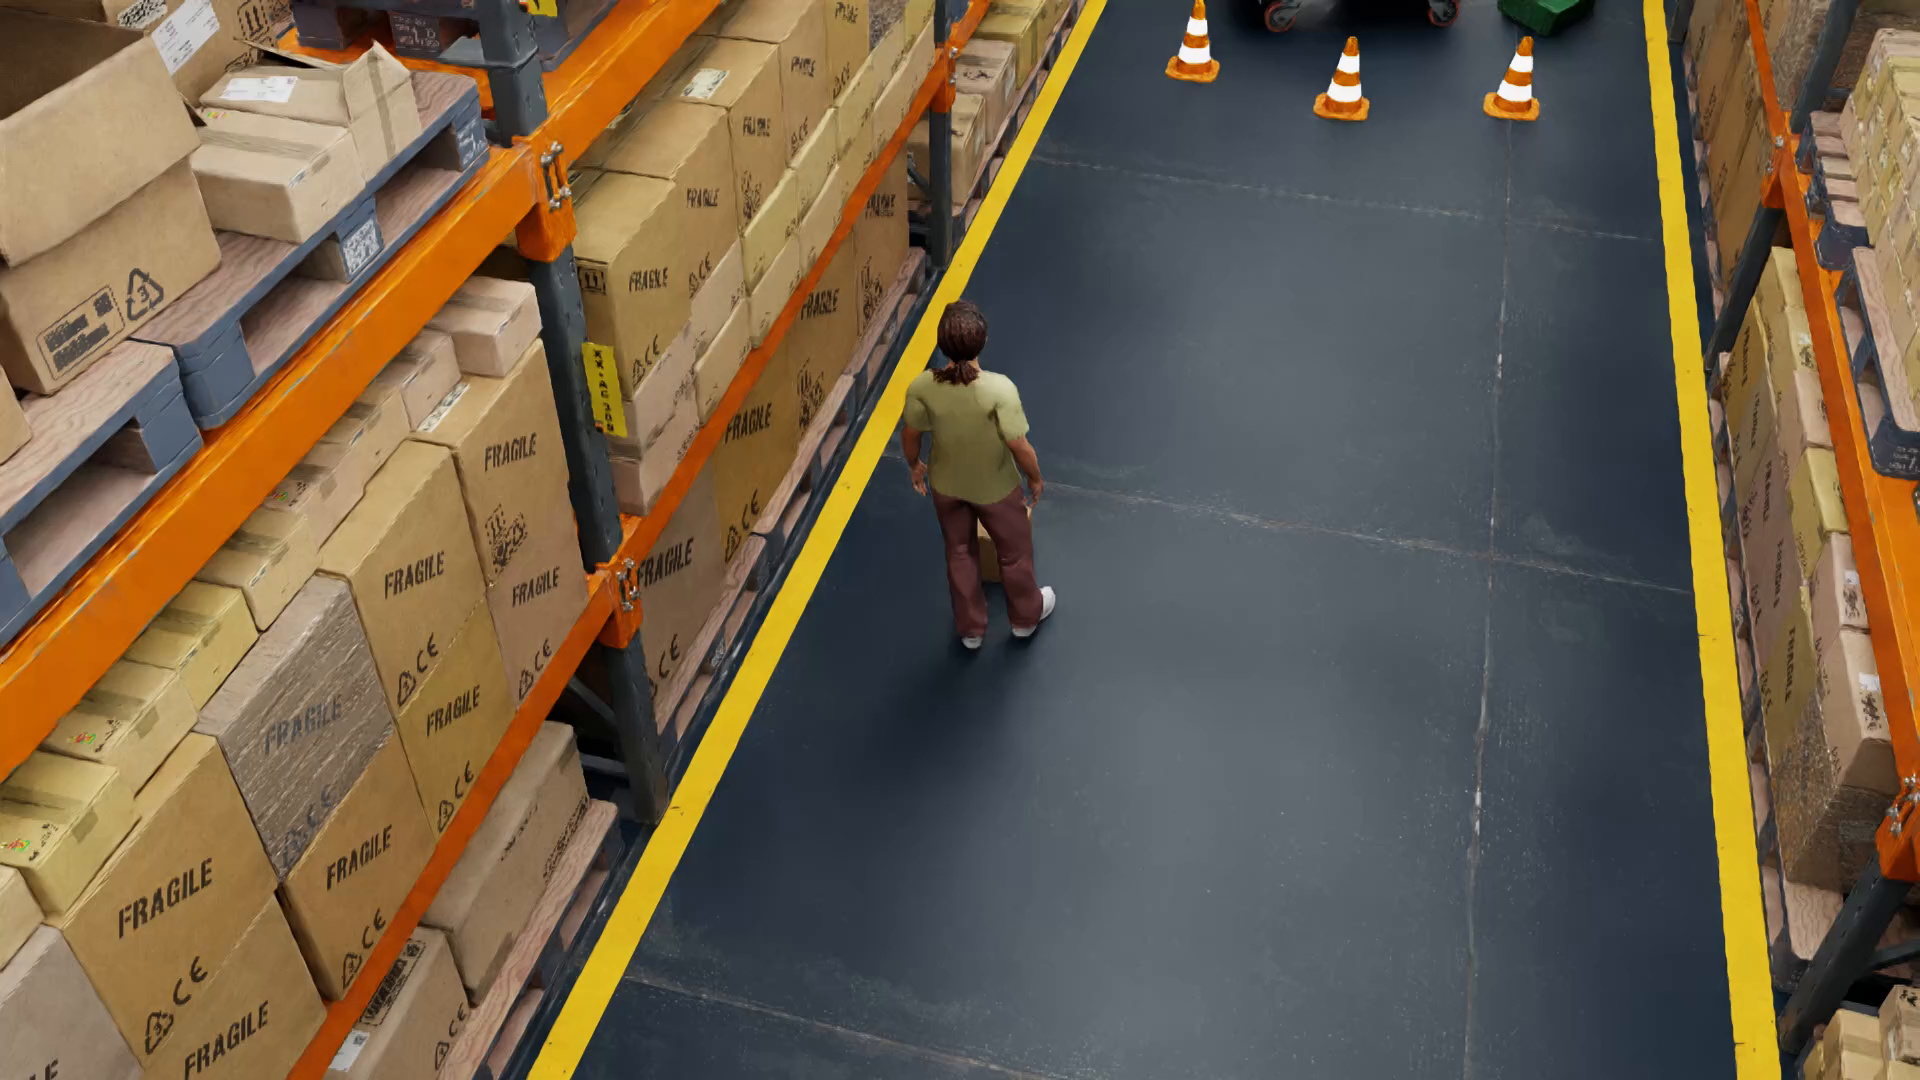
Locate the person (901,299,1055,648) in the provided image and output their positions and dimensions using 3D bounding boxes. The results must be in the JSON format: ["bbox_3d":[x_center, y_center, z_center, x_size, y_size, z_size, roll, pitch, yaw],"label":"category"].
[{"bbox_3d":[0.079,-0.260,6.451,0.556,1.662,0.550,11,42,12],"label":"person"}]
